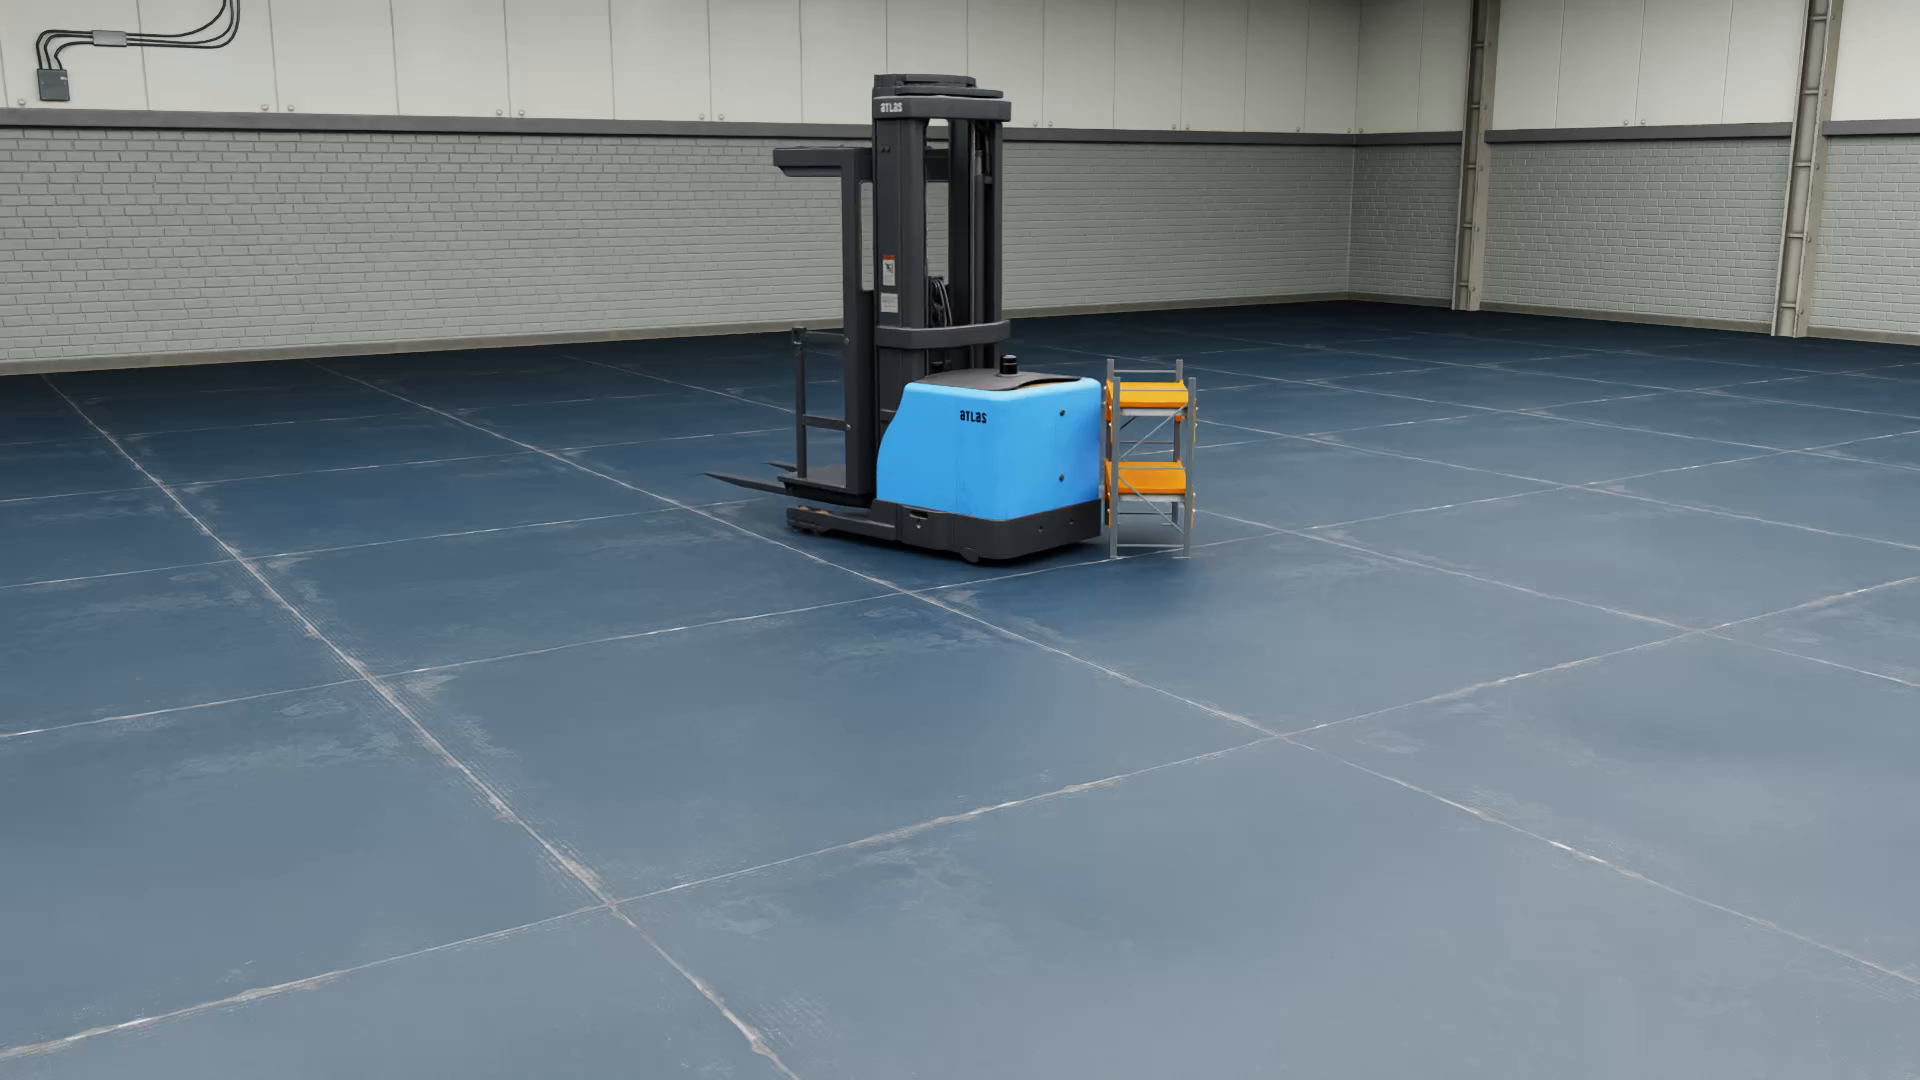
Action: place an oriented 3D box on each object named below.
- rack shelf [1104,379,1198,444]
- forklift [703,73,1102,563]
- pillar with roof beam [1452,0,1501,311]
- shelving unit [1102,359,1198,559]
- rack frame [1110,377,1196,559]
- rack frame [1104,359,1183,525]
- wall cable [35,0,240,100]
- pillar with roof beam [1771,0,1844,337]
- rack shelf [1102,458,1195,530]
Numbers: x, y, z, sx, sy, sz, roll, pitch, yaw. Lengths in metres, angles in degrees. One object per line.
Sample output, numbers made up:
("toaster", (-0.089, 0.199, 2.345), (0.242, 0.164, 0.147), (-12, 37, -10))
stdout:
("rack shelf", (1.209, -0.832, 10.665), (0.538, 0.278, 1.000), (1, 12, 3))
("forklift", (-0.521, -1.535, 11.022), (3.031, 2.935, 1.130), (11, 17, 41))
("pillar with roof beam", (5.431, -7.991, 26.341), (9.100, 9.000, 0.400), (-8, 15, -33))
("shelving unit", (1.209, -0.546, 10.727), (0.538, 1.125, 1.048), (1, 12, 3))
("rack frame", (1.183, -0.438, 10.231), (0.500, 1.125, 0.032), (1, 12, 3))
("rack frame", (1.235, -0.655, 11.223), (0.500, 1.125, 0.032), (1, 12, 3))
("wall cable", (-9.828, -8.235, 19.496), (2.305, 6.003, 0.169), (-8, 15, -33))
("pillar with roof beam", (8.755, -6.924, 21.462), (9.100, 9.000, 0.400), (-8, 15, -33))
("rack shelf", (1.209, -0.307, 10.779), (0.538, 0.278, 1.000), (1, 12, 3))
